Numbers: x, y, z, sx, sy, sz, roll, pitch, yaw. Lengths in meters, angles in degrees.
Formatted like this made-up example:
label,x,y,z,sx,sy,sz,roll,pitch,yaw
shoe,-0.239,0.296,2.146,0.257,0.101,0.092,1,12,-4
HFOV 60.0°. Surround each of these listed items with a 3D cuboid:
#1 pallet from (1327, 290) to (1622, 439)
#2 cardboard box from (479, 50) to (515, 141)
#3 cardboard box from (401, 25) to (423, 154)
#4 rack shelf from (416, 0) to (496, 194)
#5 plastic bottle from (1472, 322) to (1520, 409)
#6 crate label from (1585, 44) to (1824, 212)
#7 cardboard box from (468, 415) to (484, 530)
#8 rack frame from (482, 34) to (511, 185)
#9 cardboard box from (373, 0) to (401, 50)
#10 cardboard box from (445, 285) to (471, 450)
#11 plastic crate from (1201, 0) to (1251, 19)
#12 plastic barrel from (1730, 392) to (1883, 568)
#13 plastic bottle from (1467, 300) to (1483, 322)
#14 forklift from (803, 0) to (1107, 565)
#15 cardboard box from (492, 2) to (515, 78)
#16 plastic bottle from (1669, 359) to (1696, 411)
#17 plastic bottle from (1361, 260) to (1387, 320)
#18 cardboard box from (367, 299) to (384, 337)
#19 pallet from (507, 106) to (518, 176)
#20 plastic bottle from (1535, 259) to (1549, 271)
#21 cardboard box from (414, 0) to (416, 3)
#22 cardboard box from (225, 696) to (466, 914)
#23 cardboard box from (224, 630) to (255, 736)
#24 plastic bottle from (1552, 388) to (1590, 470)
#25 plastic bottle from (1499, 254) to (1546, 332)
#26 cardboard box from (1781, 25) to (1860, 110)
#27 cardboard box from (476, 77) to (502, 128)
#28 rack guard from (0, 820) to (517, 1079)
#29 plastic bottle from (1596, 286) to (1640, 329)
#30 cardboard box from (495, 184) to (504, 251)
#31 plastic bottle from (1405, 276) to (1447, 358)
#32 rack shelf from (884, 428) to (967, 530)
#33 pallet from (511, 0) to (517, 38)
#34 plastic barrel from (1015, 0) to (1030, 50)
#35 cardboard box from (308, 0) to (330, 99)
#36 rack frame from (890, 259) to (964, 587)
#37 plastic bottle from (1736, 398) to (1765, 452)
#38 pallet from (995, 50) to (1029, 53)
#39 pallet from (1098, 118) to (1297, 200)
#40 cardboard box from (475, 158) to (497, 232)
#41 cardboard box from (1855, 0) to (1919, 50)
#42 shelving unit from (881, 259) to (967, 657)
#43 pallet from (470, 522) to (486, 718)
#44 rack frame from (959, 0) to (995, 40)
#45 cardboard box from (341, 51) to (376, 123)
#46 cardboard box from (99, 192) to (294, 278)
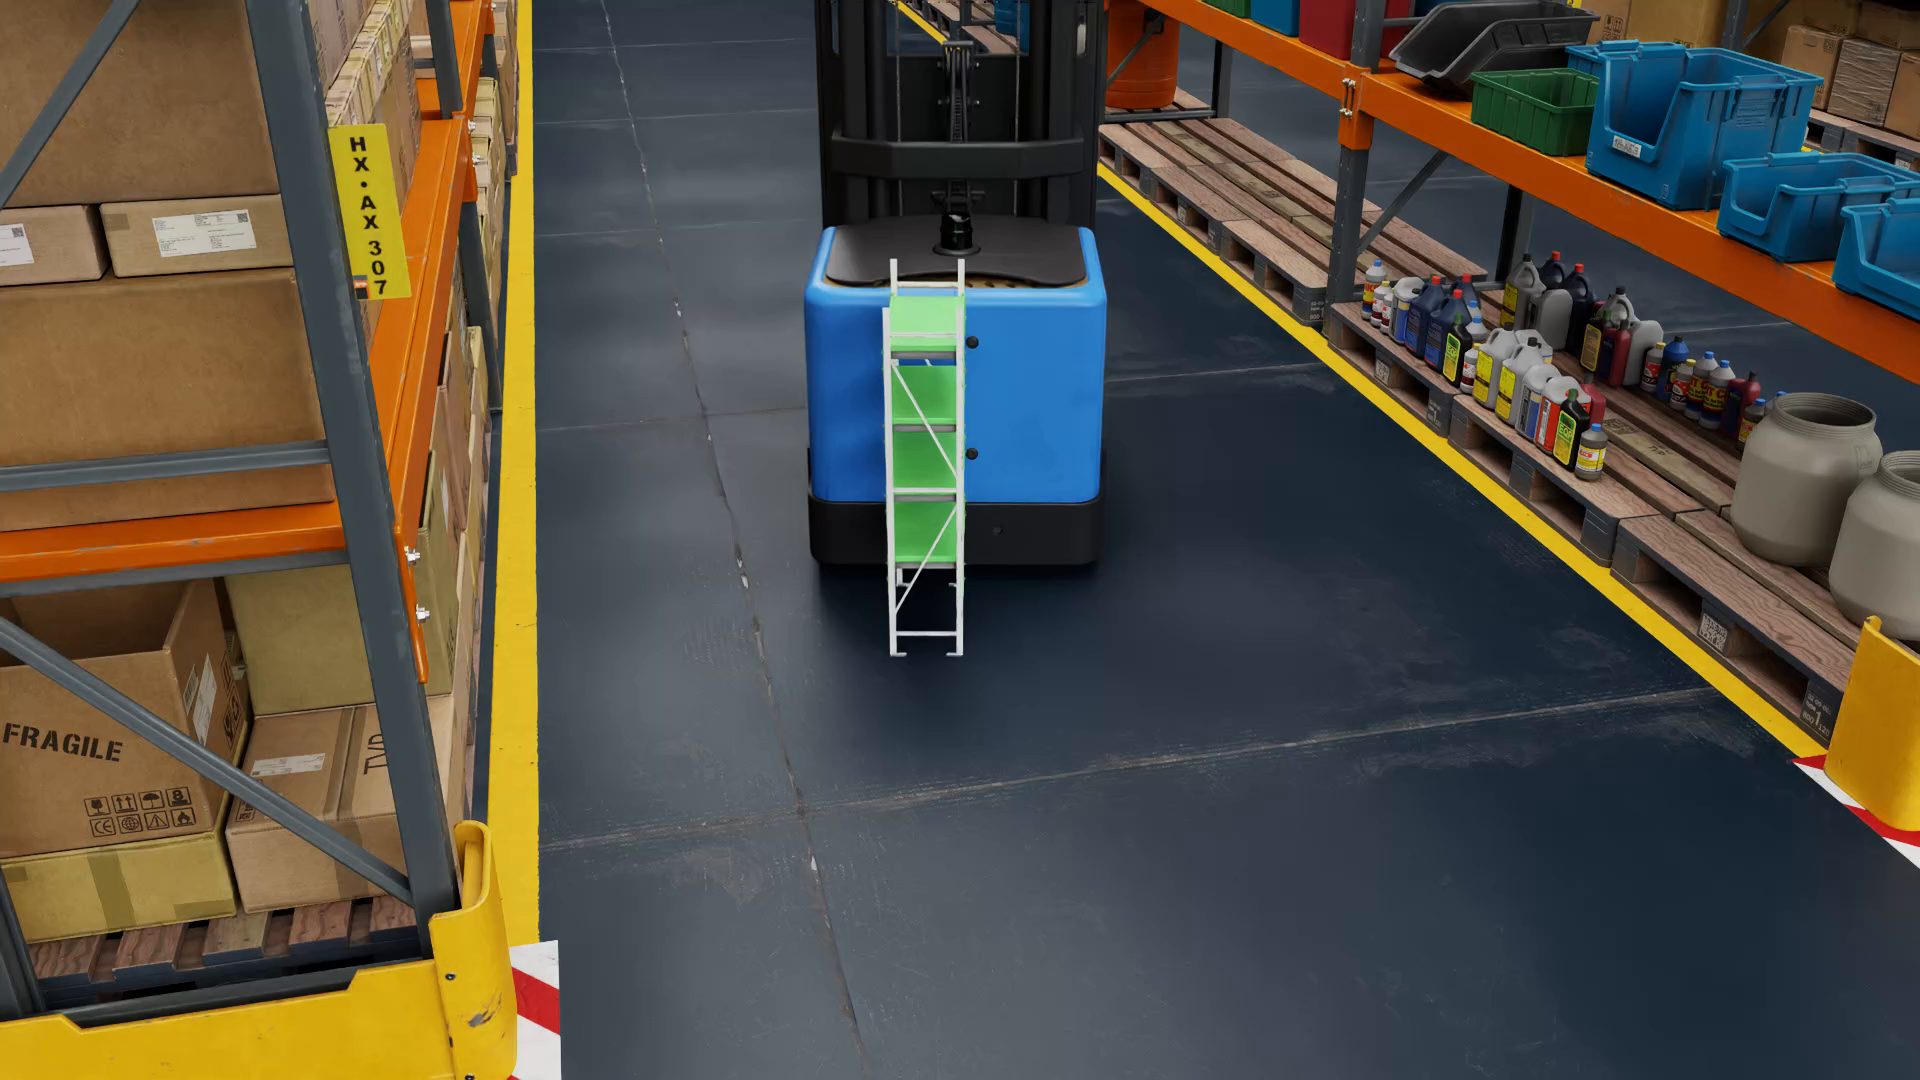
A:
label,x,y,z,sx,sy,sz,roll,pitch,yaw
pallet,2.408,-0.839,7.677,1.003,0.211,1.213,-6,27,-12
cardboard box,-3.255,-2.947,11.045,0.500,0.500,0.500,-5,27,-9
cardboard box,-2.423,-1.732,6.241,0.700,0.500,0.500,-7,28,-13
rack shelf,-2.980,-2.438,8.550,1.077,0.370,4.000,-6,27,-12
plastic bottle,2.214,-0.730,6.820,0.144,0.351,0.185,-6,27,-12
crate label,2.521,-1.423,5.701,0.502,0.435,0.616,-6,27,-12
cardboard box,-1.982,-0.221,5.945,0.500,0.250,0.500,-6,27,-12
rack frame,-3.430,-3.637,10.127,1.000,3.000,0.127,-6,27,-12
cardboard box,-2.031,-1.671,5.401,0.380,0.149,0.250,-6,27,-12
cardboard box,-1.994,-0.555,5.774,0.500,0.500,0.500,-6,27,-12
plastic crate,1.630,-3.024,9.147,0.450,0.188,0.662,-6,27,-12
plastic barrel,2.863,-0.205,5.621,0.421,0.512,0.421,0,27,0
plastic bottle,2.226,-0.913,7.270,0.097,0.271,0.097,0,27,0
forklift,-0.002,-1.838,6.639,1.130,2.935,3.031,0,27,1
cardboard box,-3.726,-3.848,12.831,0.500,0.500,0.500,-6,27,-11
plastic bottle,2.972,-0.639,6.805,0.097,0.201,0.097,0,27,0
plastic bottle,1.942,-1.177,7.792,0.097,0.271,0.097,0,27,0
cardboard box,-1.950,-0.825,4.444,0.700,0.500,0.500,-6,27,-11
pallet,-3.562,-2.724,11.413,1.003,0.211,1.213,-6,27,-12
plastic bottle,2.728,-1.189,7.802,0.061,0.283,0.133,-5,27,-9
cardboard box,-2.259,-2.118,6.286,0.380,0.149,0.250,-6,27,-12
cardboard box,-1.532,0.657,4.205,0.500,0.250,0.500,-6,27,-12
cardboard box,-2.161,0.491,4.534,0.500,0.250,0.500,-6,27,-12
plastic bottle,2.314,-0.422,6.283,0.061,0.283,0.133,-5,27,-10
plastic bottle,2.583,-1.128,7.608,0.144,0.351,0.185,-6,27,-12
cardboard box,6.392,-3.430,12.002,0.700,0.500,0.500,-7,28,-14
cardboard box,-3.073,-2.643,10.120,0.500,0.311,0.500,-5,27,-10
rack guard,-1.622,1.001,3.712,1.175,0.500,0.348,-6,27,-12
plastic bottle,2.840,-0.917,7.189,0.144,0.351,0.185,-6,27,-12
cardboard box,-2.726,-1.719,8.911,0.500,0.250,0.500,-5,27,-11
plastic bottle,2.075,-1.000,7.354,0.144,0.351,0.185,-5,27,-10
rack shelf,-0.108,-0.207,5.470,0.258,0.148,0.480,0,27,1
pallet,-4.764,-4.987,15.895,1.003,0.211,1.213,-6,27,-12
plastic barrel,0.760,-4.594,13.885,0.600,0.901,0.708,-6,27,-12
cardboard box,-1.856,-1.209,3.765,0.700,0.500,0.500,-7,28,-13
rack frame,-0.106,-0.374,5.659,0.240,1.200,0.015,0,27,1
plastic bottle,3.071,-0.447,6.424,0.097,0.201,0.097,0,27,0
pallet,0.907,-3.770,13.485,1.003,0.211,1.213,-6,27,-12
pallet,1.533,-2.550,11.067,1.003,0.211,1.213,-6,27,-12
cardboard box,-2.605,-1.746,8.343,0.500,0.311,0.500,-7,28,-13
cardboard box,6.531,-3.534,11.376,0.500,0.250,0.500,-3,27,-6
shelving unit,-0.108,-0.264,5.441,0.258,1.200,0.503,0,27,1
pallet,-2.112,0.254,5.513,1.003,0.211,1.213,-6,27,-12
rack frame,0.495,-5.895,14.600,1.000,3.000,0.127,-6,27,-12
cardboard box,-1.798,-1.219,4.505,0.380,0.149,0.250,-6,27,-12
cardboard box,-1.506,-0.654,3.385,0.380,0.149,0.250,-6,27,-12
